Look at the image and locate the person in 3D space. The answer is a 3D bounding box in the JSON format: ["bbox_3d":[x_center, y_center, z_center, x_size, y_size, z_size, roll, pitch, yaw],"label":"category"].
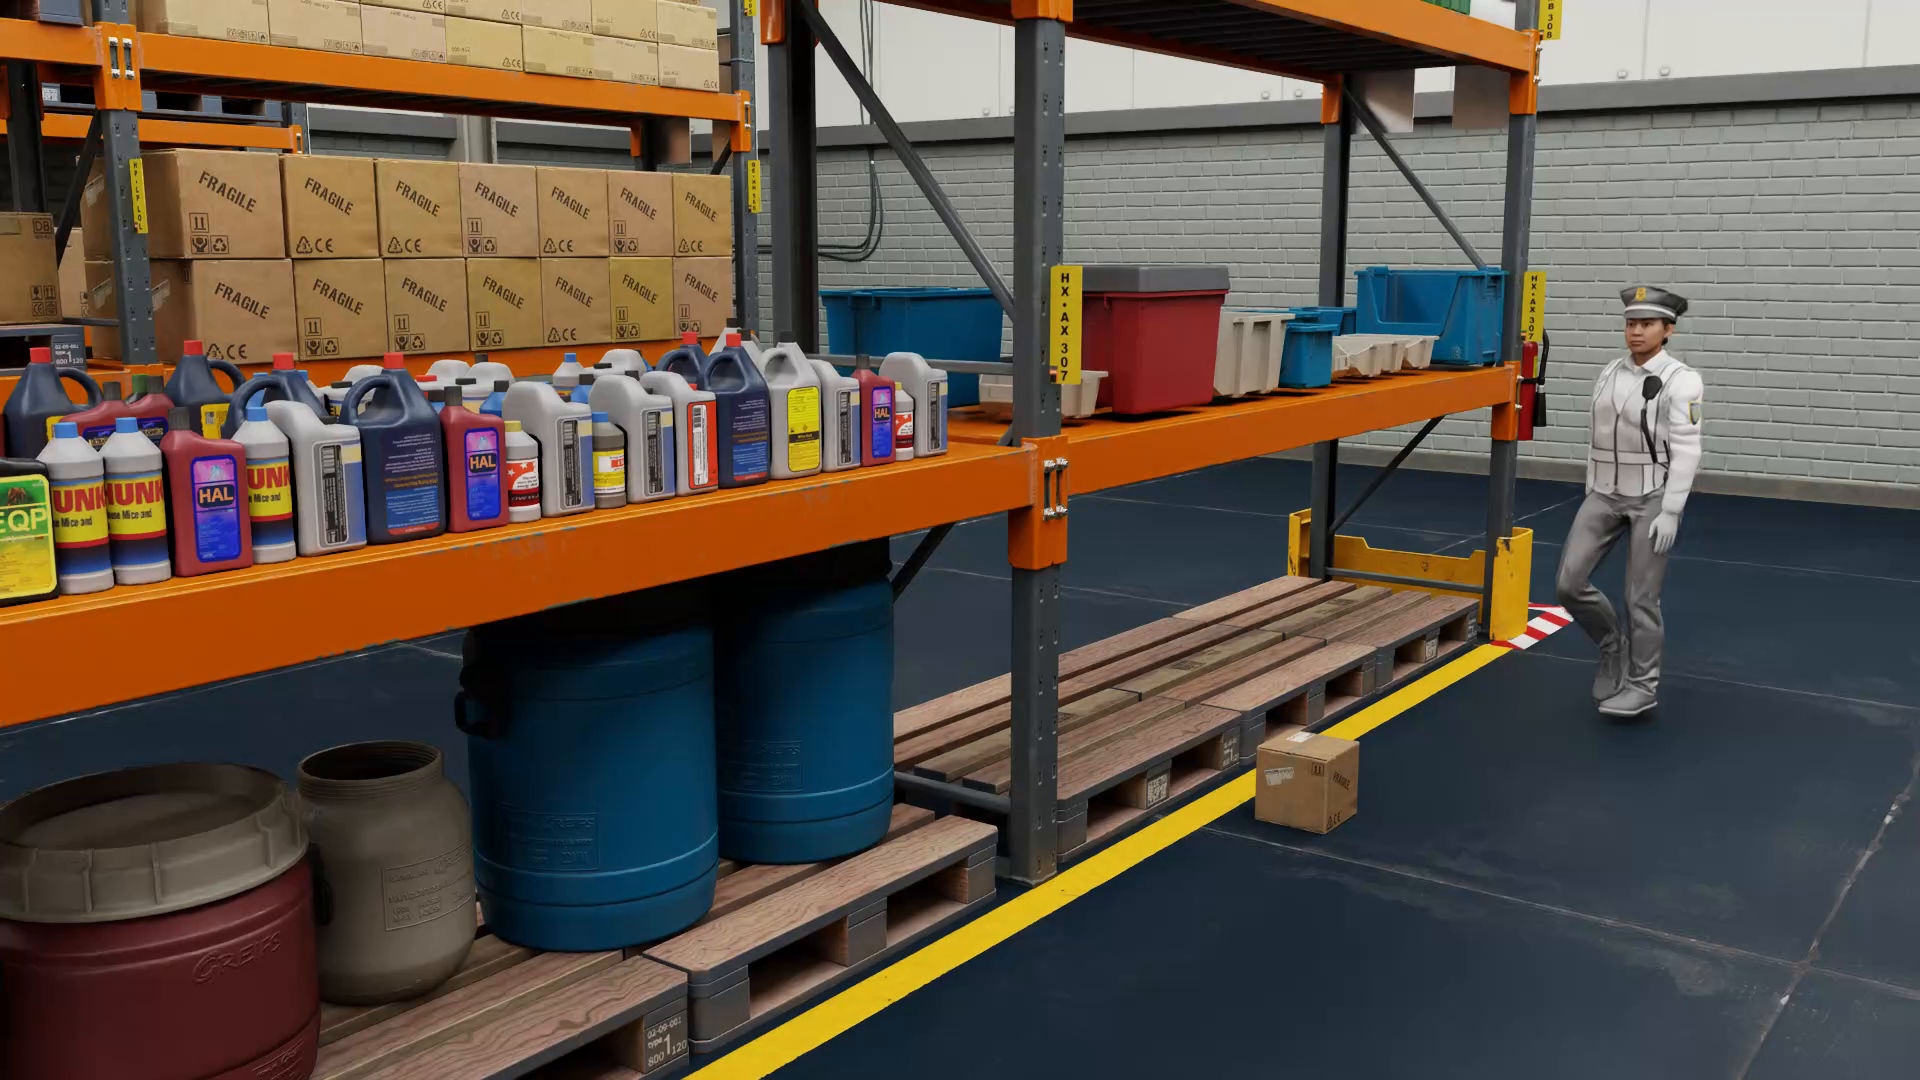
[{"bbox_3d":[2.612,-0.142,6.480,0.423,1.690,0.514,-7,12,-34],"label":"person"}]
